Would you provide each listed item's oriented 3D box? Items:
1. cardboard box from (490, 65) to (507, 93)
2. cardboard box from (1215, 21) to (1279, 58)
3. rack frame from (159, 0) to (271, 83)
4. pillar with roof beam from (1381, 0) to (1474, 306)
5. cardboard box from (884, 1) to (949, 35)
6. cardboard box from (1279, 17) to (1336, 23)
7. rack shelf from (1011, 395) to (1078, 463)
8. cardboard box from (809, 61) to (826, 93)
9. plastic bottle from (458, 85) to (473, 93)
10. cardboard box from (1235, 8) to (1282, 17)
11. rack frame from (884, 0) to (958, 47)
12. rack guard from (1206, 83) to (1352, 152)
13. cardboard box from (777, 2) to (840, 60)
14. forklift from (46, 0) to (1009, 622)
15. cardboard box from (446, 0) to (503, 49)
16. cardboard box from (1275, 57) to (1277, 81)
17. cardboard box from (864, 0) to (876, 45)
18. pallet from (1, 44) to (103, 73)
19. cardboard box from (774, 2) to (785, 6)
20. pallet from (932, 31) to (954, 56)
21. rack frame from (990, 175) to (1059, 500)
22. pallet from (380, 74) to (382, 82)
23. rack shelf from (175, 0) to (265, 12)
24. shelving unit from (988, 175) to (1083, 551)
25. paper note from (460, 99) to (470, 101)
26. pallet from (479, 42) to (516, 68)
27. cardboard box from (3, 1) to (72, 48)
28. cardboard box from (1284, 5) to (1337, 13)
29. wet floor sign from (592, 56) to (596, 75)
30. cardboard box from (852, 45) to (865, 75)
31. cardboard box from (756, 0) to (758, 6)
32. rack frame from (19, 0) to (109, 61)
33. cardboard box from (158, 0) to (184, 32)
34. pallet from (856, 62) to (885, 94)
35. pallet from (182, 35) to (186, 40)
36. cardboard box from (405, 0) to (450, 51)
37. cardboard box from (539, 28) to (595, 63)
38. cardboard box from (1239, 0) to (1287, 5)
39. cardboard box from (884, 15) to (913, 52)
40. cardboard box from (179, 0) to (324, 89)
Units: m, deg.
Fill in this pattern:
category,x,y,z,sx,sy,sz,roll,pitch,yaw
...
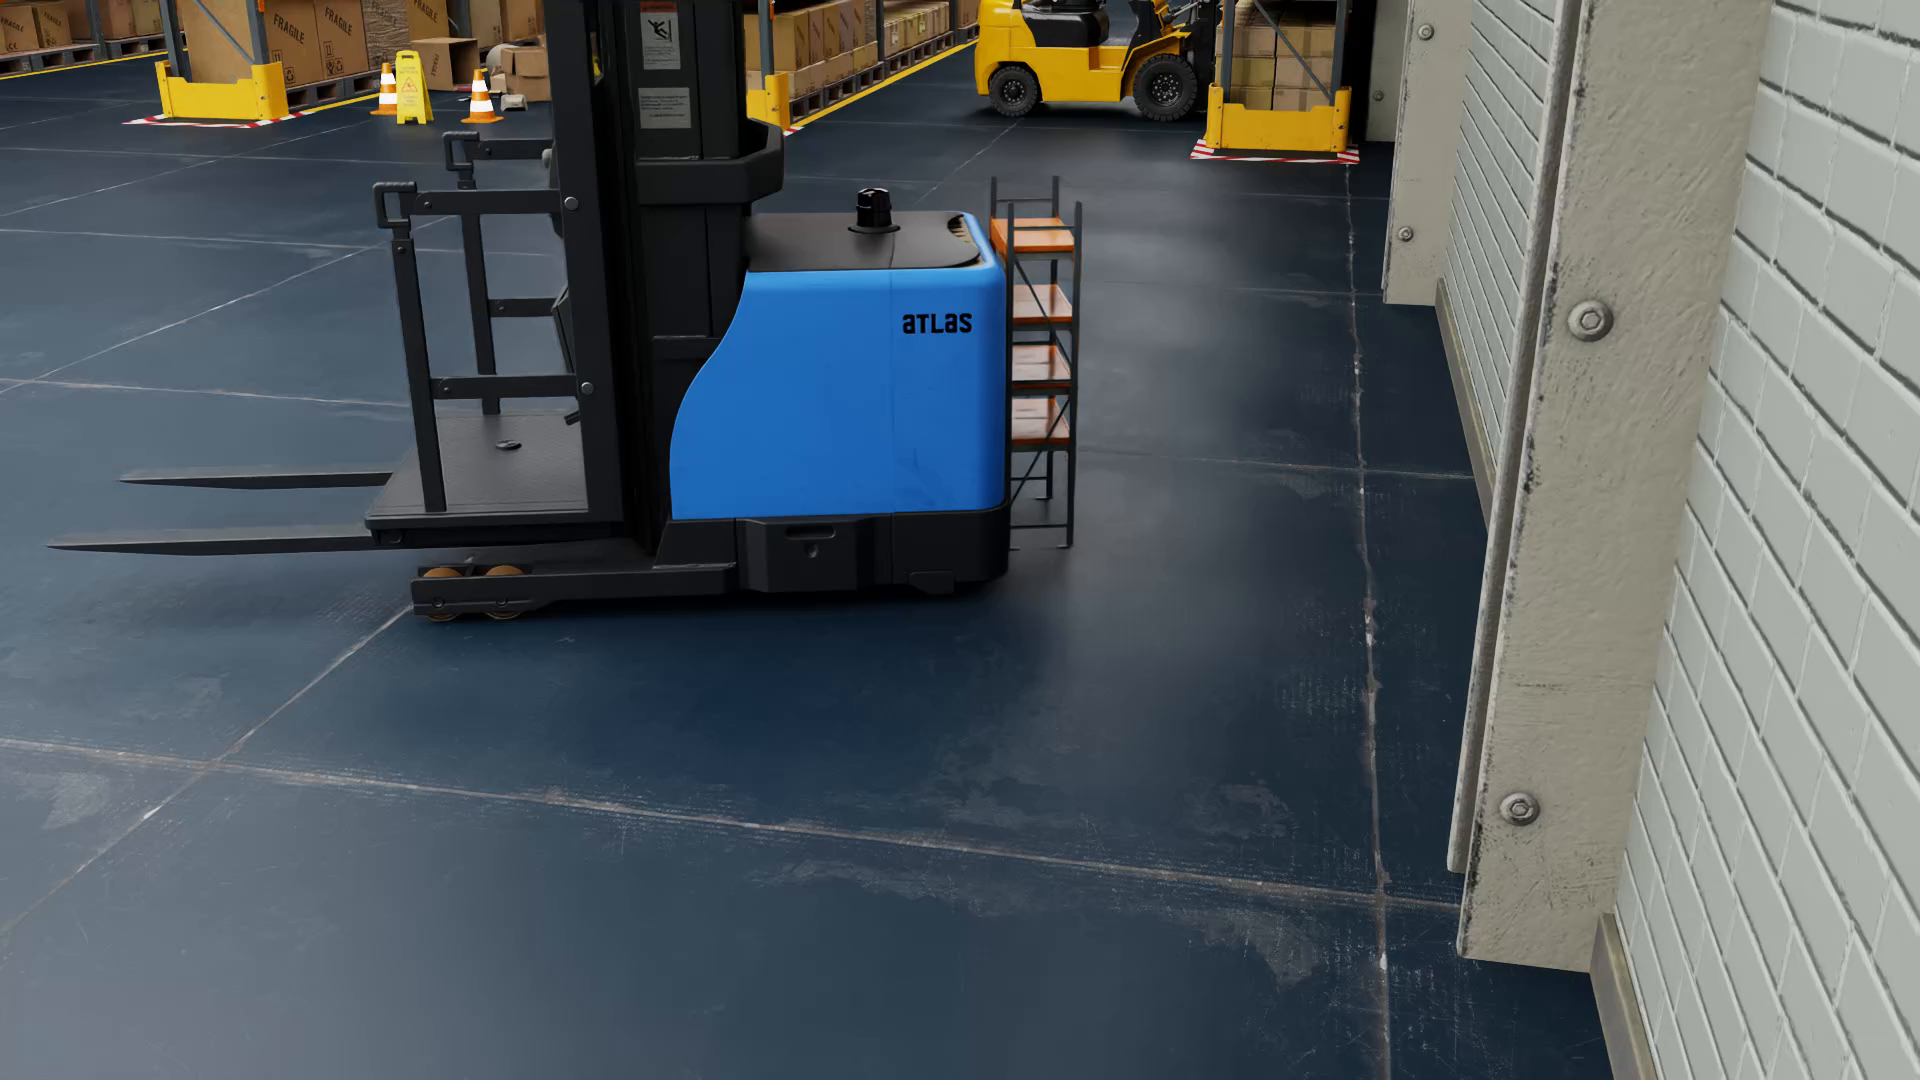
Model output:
category,x,y,z,sx,sy,sz,roll,pitch,yaw
cardboard box,-4.761,-4.894,17.649,0.396,0.266,0.258,8,23,20
cardboard box,2.486,-4.326,14.360,0.500,0.250,0.500,5,23,13
rack frame,-7.030,-5.468,15.415,1.000,3.000,0.127,4,22,11
pillar with roof beam,-1.717,-5.853,8.341,9.100,9.000,0.400,4,22,11
cardboard box,-0.656,-6.823,21.736,0.950,0.372,0.625,3,22,7
cardboard box,3.079,-4.478,14.738,0.500,0.250,0.500,4,22,11
rack shelf,0.249,-0.370,5.879,0.258,0.148,0.480,-2,22,-5
cardboard box,-1.616,-4.507,16.148,0.500,0.250,0.500,5,23,13
plastic bottle,-5.188,-4.801,17.692,0.283,0.061,0.133,-3,22,-8
cardboard box,2.788,-4.883,15.743,0.500,0.250,0.500,4,22,10
rack frame,-0.531,-8.053,21.835,1.000,3.000,0.127,4,22,11
rack guard,2.692,-3.582,14.079,1.175,0.500,0.348,4,22,11
cardboard box,-1.511,-5.052,16.497,0.500,0.500,0.500,5,22,12
forklift,-1.391,-1.309,5.181,3.031,2.935,1.130,-2,22,-5
cardboard box,-6.175,-6.316,19.970,1.050,0.750,0.750,4,22,11
cardboard box,2.603,-4.286,14.931,0.500,0.250,0.500,4,22,10
cardboard box,-1.205,-5.621,17.910,0.500,0.500,0.500,4,22,10
pallet,-11.151,-5.804,19.983,1.003,0.211,1.213,4,22,11
cardboard box,-2.042,-5.083,16.574,0.500,0.500,0.500,4,22,10
pallet,-0.692,-6.474,21.647,1.003,0.211,1.213,4,22,11
rack frame,0.225,-0.708,6.005,0.240,1.200,0.015,-2,22,-5
pallet,-6.445,-5.365,18.893,1.003,0.211,1.213,4,22,11
rack shelf,-6.622,-5.866,17.366,1.077,0.370,4.000,4,22,11
shelving unit,0.249,-0.617,5.779,0.258,1.200,0.503,-2,22,-5
paper note,-5.056,-4.519,17.035,0.144,0.017,0.142,13,25,29
pallet,-6.130,-5.925,20.284,1.003,0.211,1.213,4,22,11
cardboard box,-11.169,-6.238,20.111,0.500,0.500,0.500,4,22,9
cardboard box,3.397,-5.032,16.112,0.500,0.250,0.500,5,22,11
wet floor sign,-3.249,-4.048,15.040,0.267,0.644,0.232,13,25,29
cardboard box,-1.303,-5.078,17.565,0.500,0.250,0.500,4,22,9
cardboard box,-2.136,-5.336,16.334,0.380,0.149,0.250,5,23,13
rack frame,-11.048,-7.346,20.078,1.000,3.000,0.127,4,22,11
cardboard box,-10.673,-6.991,21.954,0.700,0.500,0.500,3,22,6
pallet,-1.449,-5.049,18.107,1.003,0.211,1.213,4,22,11
pallet,-10.393,-7.230,23.522,1.003,0.211,1.213,4,22,11
cardboard box,-6.410,-5.915,18.808,0.875,0.875,0.875,5,22,12
cardboard box,-4.100,-5.211,17.936,0.797,0.637,0.503,4,22,11
cardboard box,3.107,-5.444,17.135,0.500,0.250,0.500,4,22,10
cardboard box,-1.099,-6.022,19.745,0.950,0.372,0.625,6,23,14
cardboard box,-6.956,-4.930,16.362,0.875,0.875,0.875,5,22,11
